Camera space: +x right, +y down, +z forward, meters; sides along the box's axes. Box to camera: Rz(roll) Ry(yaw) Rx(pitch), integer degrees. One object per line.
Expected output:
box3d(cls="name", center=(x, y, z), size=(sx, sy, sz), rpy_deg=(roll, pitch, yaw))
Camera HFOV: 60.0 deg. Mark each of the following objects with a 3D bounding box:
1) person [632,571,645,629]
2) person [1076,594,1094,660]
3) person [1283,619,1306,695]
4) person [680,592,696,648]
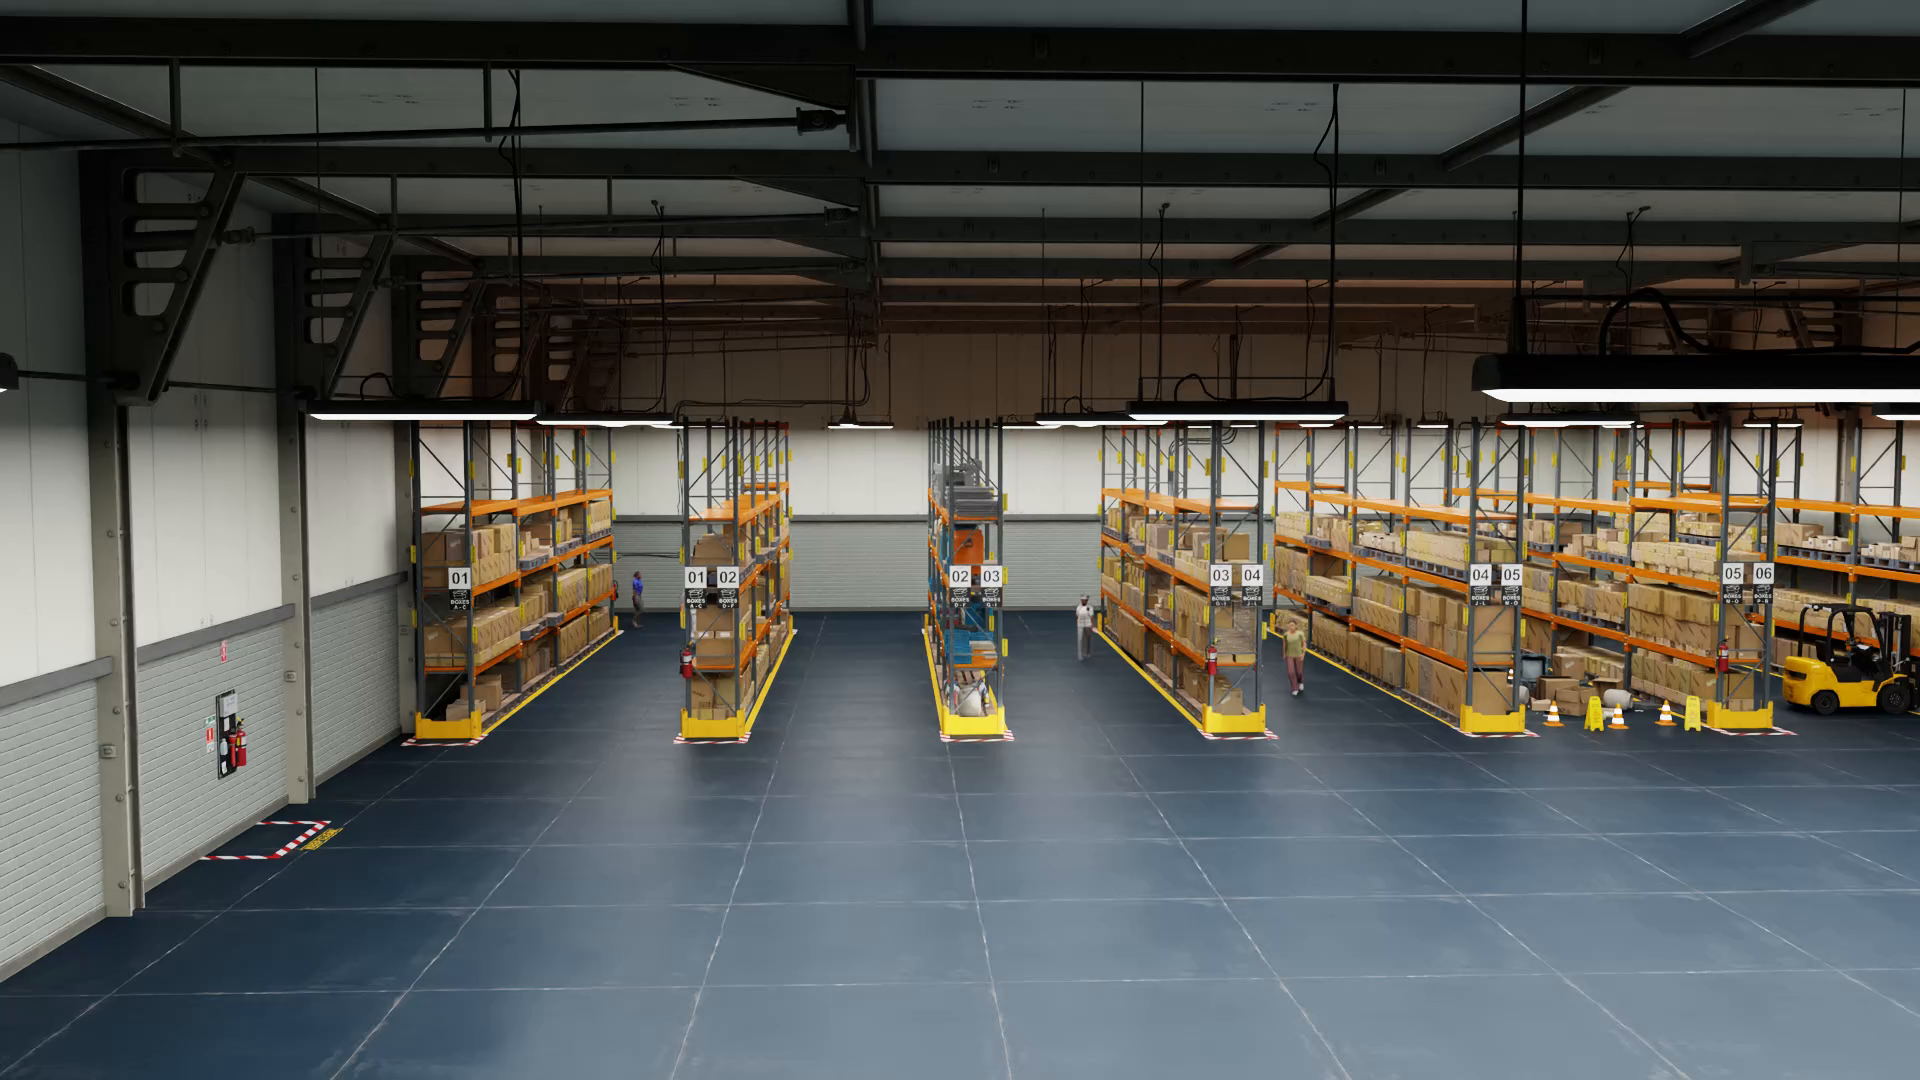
box3d(cls="person", center=(-9.375, 1.729, 48.476), size=(0.407, 1.673, 0.477), rpy_deg=(0, 4, -3))
box3d(cls="person", center=(3.125, 2.171, 41.596), size=(0.462, 1.633, 0.956), rpy_deg=(0, 4, 7))
box3d(cls="person", center=(7.329, 2.535, 36.379), size=(0.508, 1.645, 0.647), rpy_deg=(1, 4, 19))
box3d(cls="person", center=(-7.151, 1.958, 44.095), size=(0.512, 1.726, 1.067), rpy_deg=(0, 4, 0))
